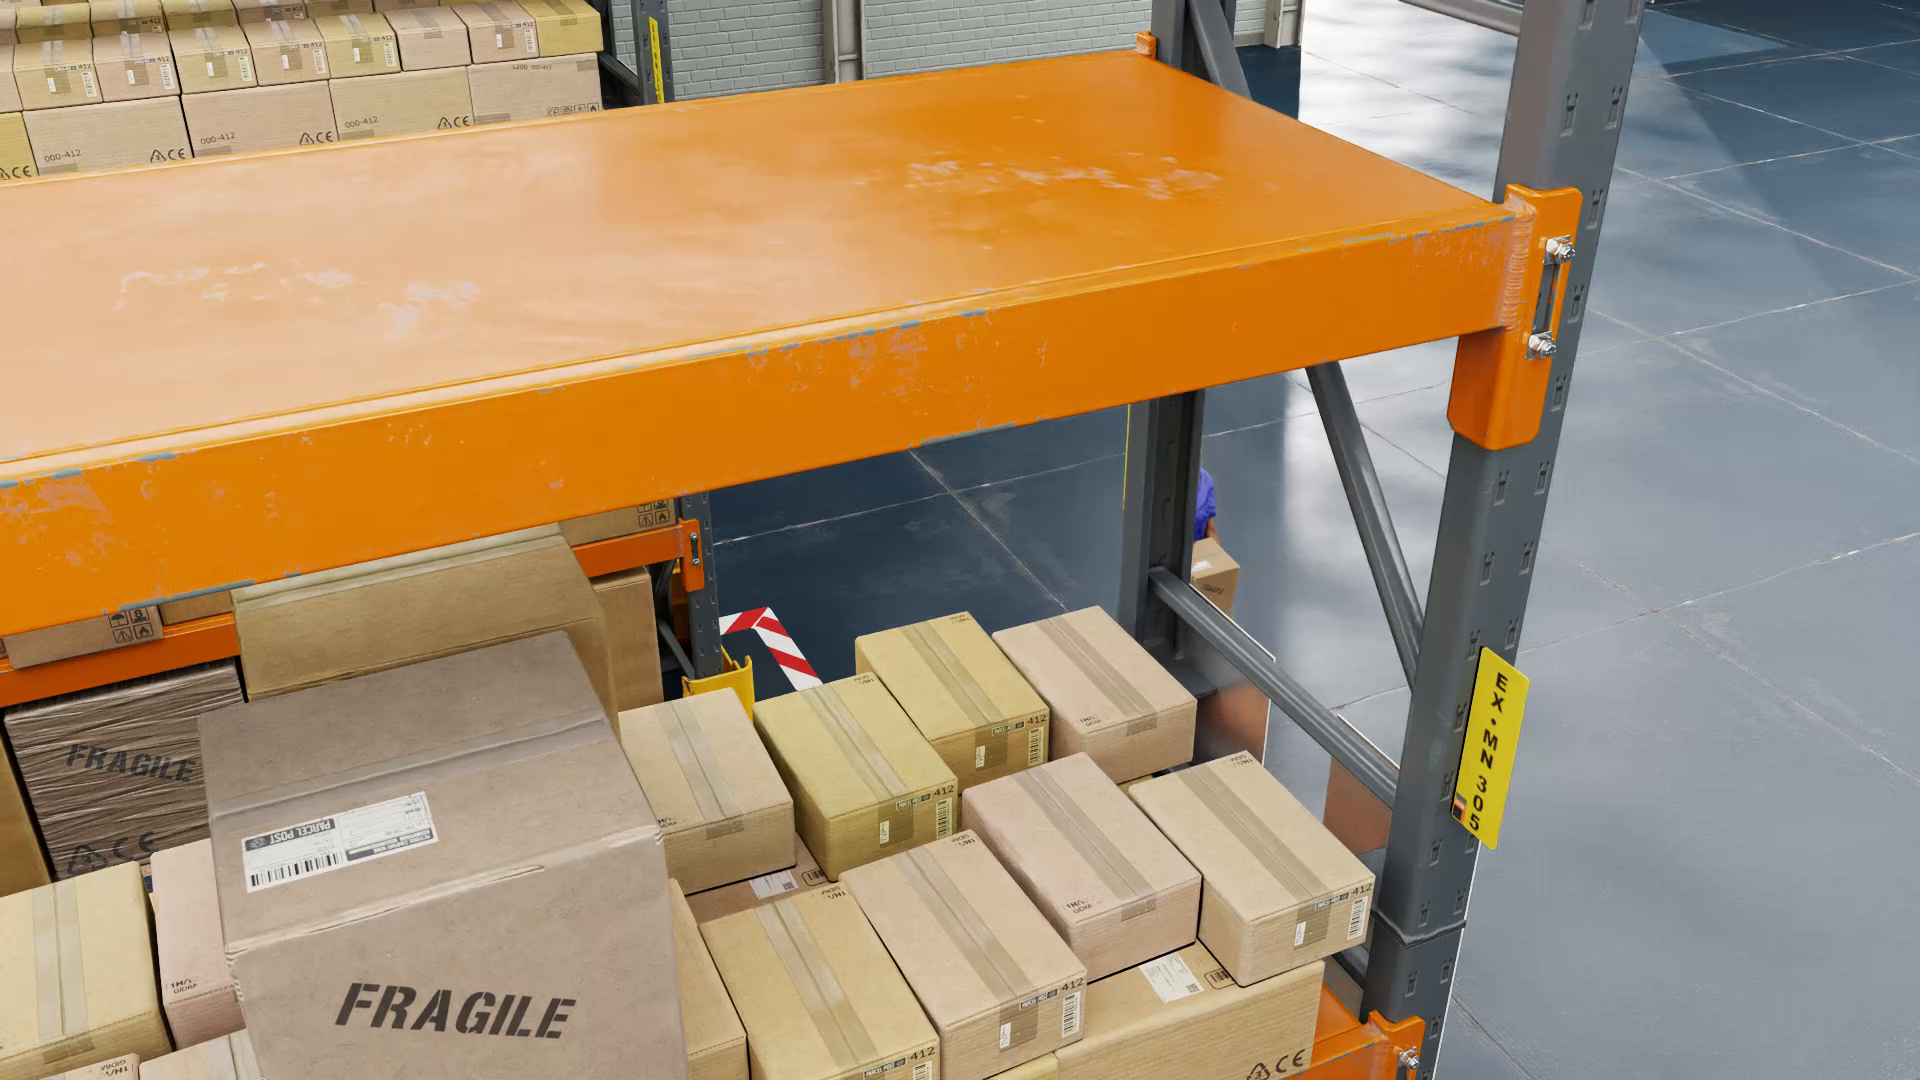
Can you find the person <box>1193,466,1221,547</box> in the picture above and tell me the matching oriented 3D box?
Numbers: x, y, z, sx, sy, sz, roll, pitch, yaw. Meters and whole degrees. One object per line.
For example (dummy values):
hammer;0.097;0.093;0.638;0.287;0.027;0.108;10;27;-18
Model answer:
person;1.057;0.238;8.041;0.441;1.656;0.501;-13;32;-22
